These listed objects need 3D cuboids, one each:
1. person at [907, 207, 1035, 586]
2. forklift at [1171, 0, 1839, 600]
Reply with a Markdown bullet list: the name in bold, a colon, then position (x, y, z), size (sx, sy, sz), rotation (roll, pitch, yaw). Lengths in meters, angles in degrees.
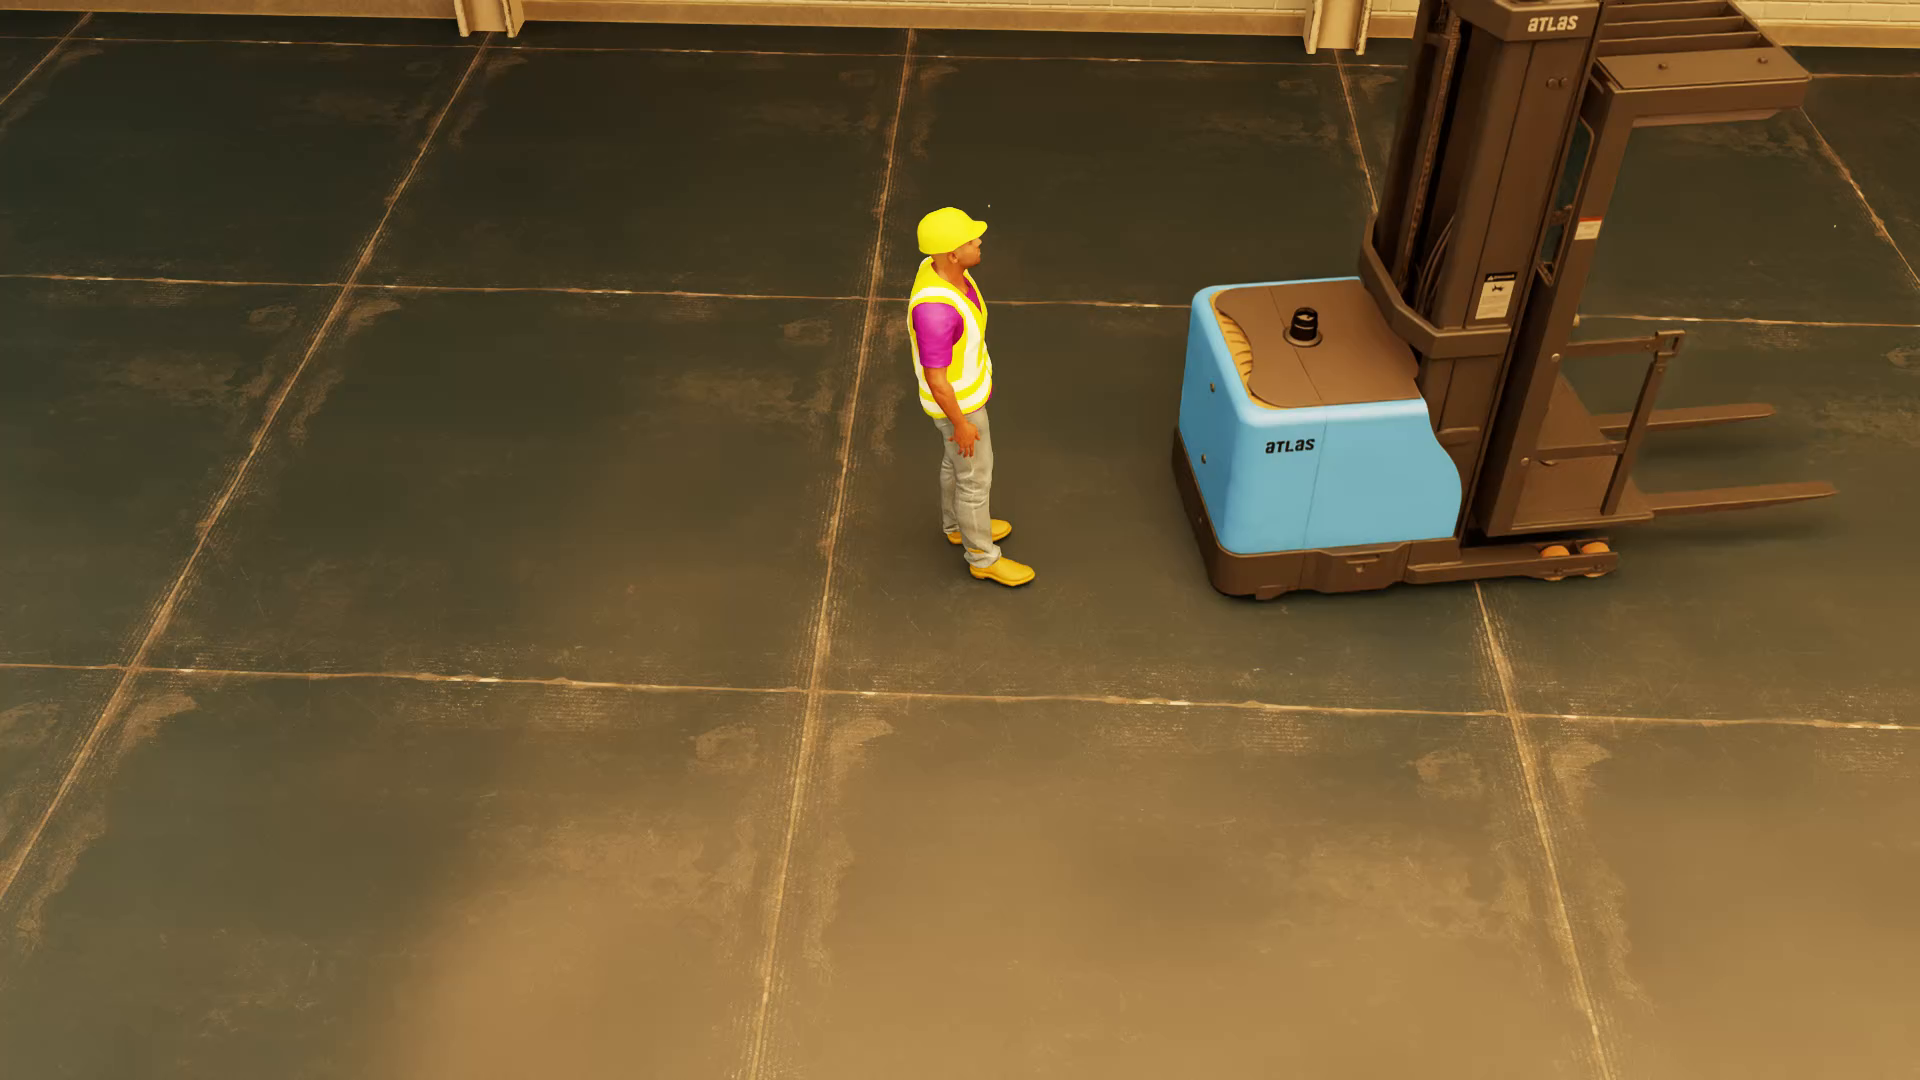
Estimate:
- **person**: position (0.070, -0.650, 7.312), size (0.575, 1.761, 0.666), rotation (2, 42, 2)
- **forklift**: position (2.601, -1.246, 7.107), size (3.031, 2.935, 1.130), rotation (-5, 43, -5)
